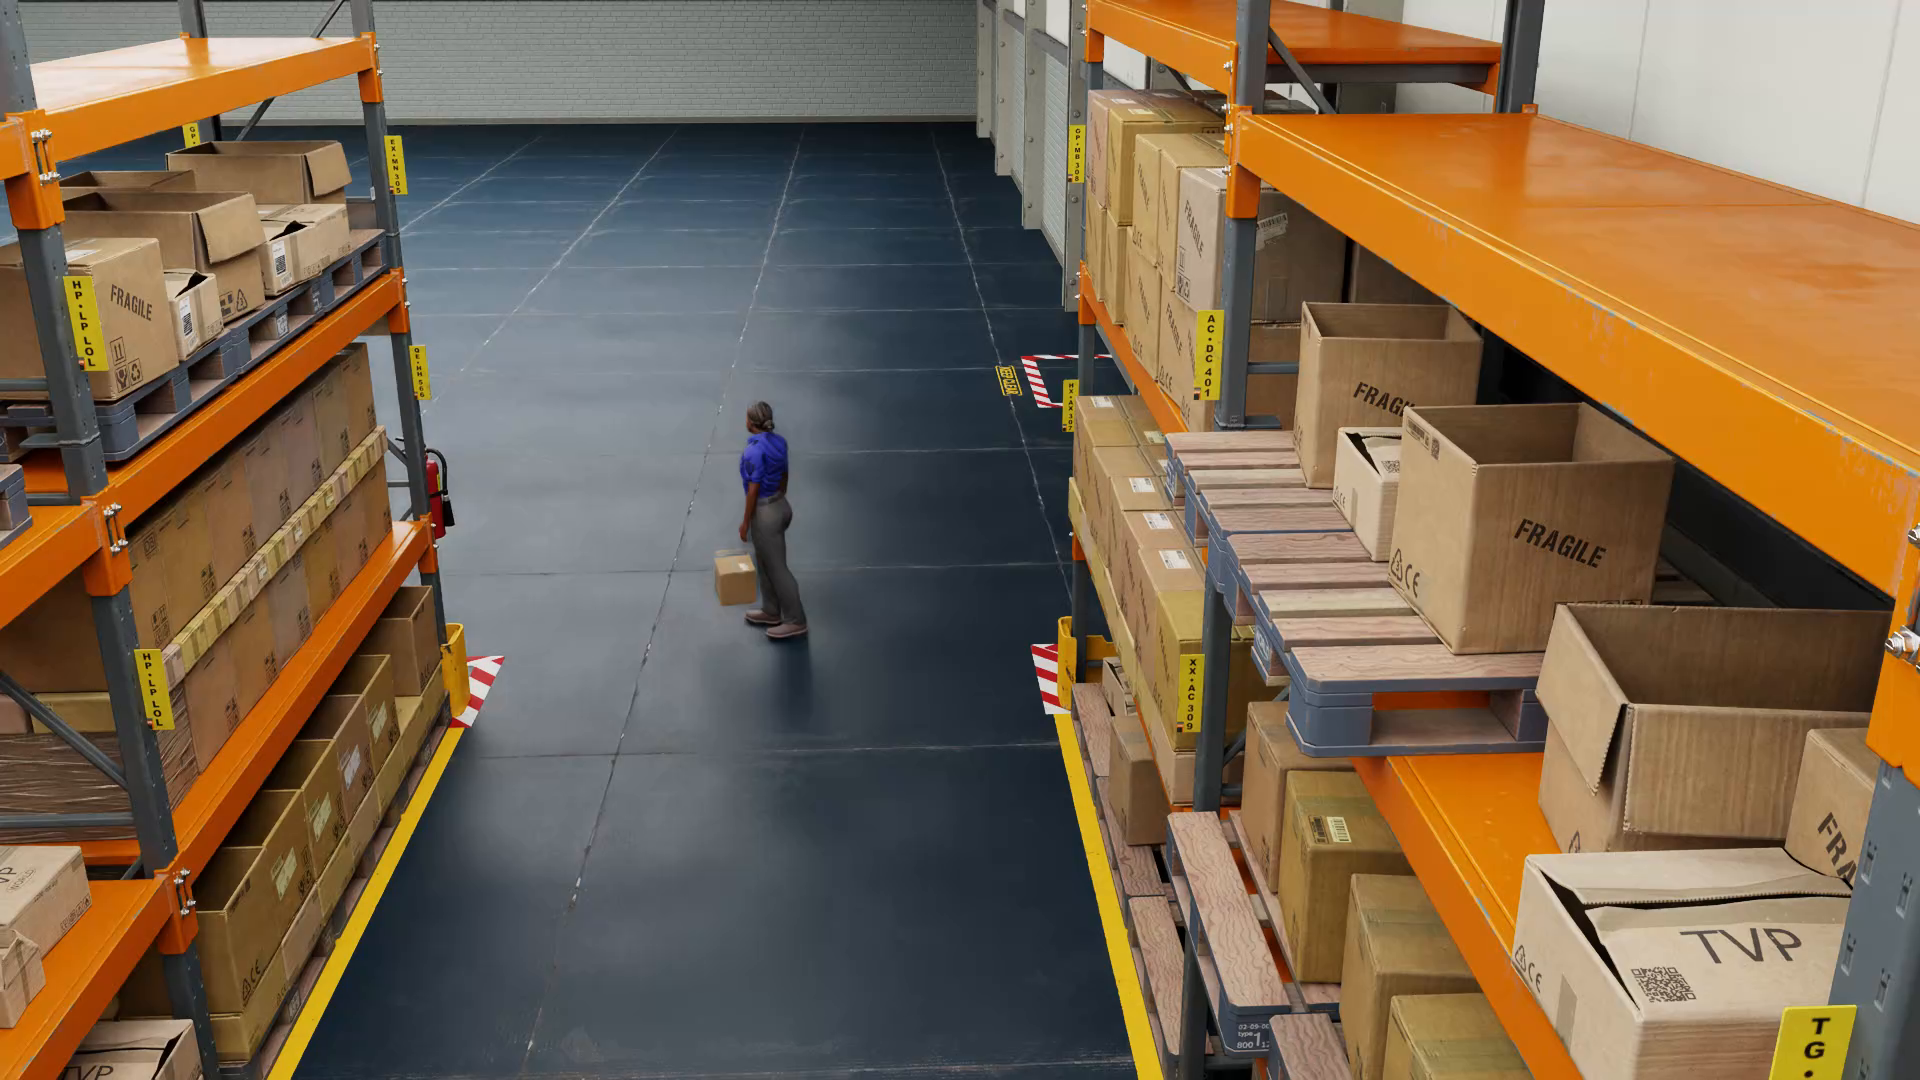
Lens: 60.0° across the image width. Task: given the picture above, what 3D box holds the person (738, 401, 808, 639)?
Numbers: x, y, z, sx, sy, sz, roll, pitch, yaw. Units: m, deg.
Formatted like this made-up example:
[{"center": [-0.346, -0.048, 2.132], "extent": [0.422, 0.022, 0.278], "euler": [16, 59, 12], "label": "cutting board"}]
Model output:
[{"center": [-1.306, -0.151, 11.492], "extent": [0.558, 1.647, 0.474], "euler": [7, 22, 19], "label": "person"}]
